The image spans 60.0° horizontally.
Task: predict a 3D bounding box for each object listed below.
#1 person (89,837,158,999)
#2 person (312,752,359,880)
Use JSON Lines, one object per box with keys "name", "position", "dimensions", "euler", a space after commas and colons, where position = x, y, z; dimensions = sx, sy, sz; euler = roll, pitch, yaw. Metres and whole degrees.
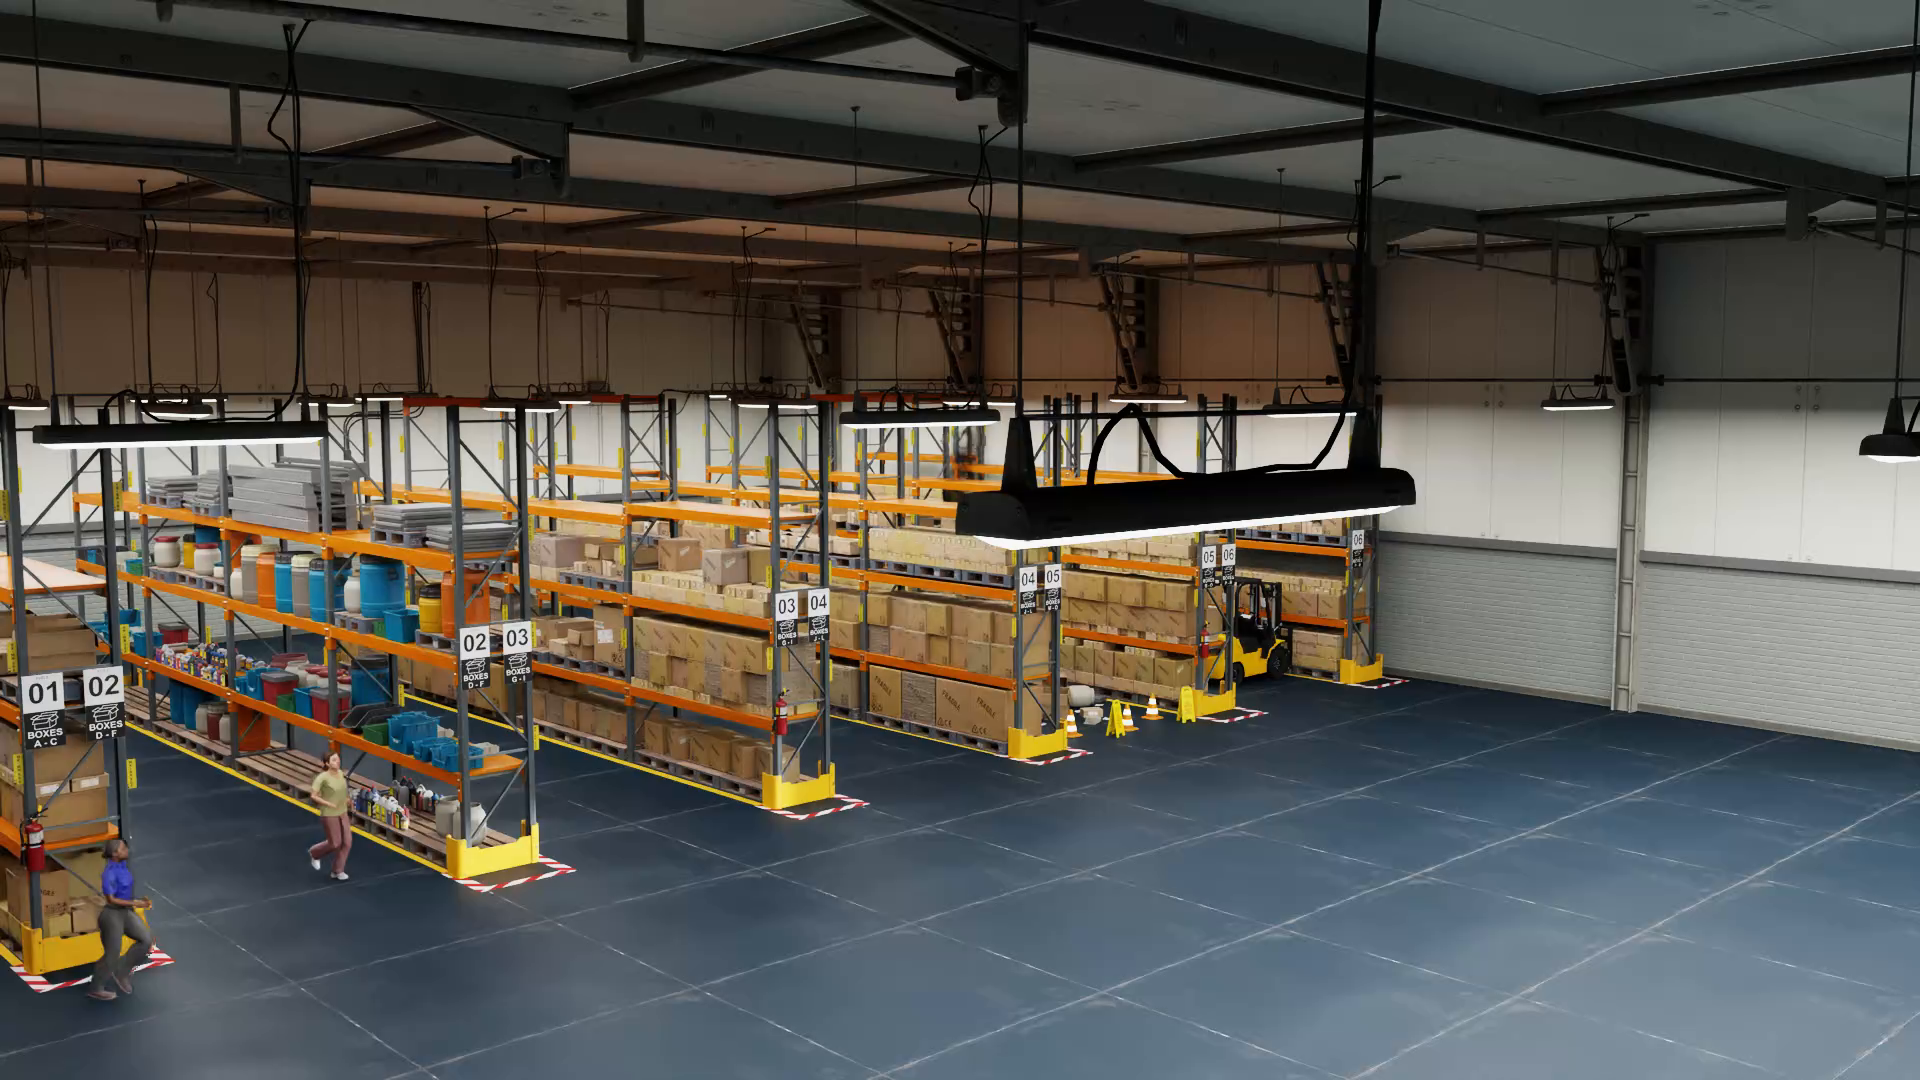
{"name": "person", "position": [-8.570, 3.875, 17.075], "dimensions": [0.690, 1.653, 0.593], "euler": [-1, 6, -5]}
{"name": "person", "position": [-7.943, 3.491, 21.101], "dimensions": [0.546, 1.604, 0.566], "euler": [3, 6, 26]}
